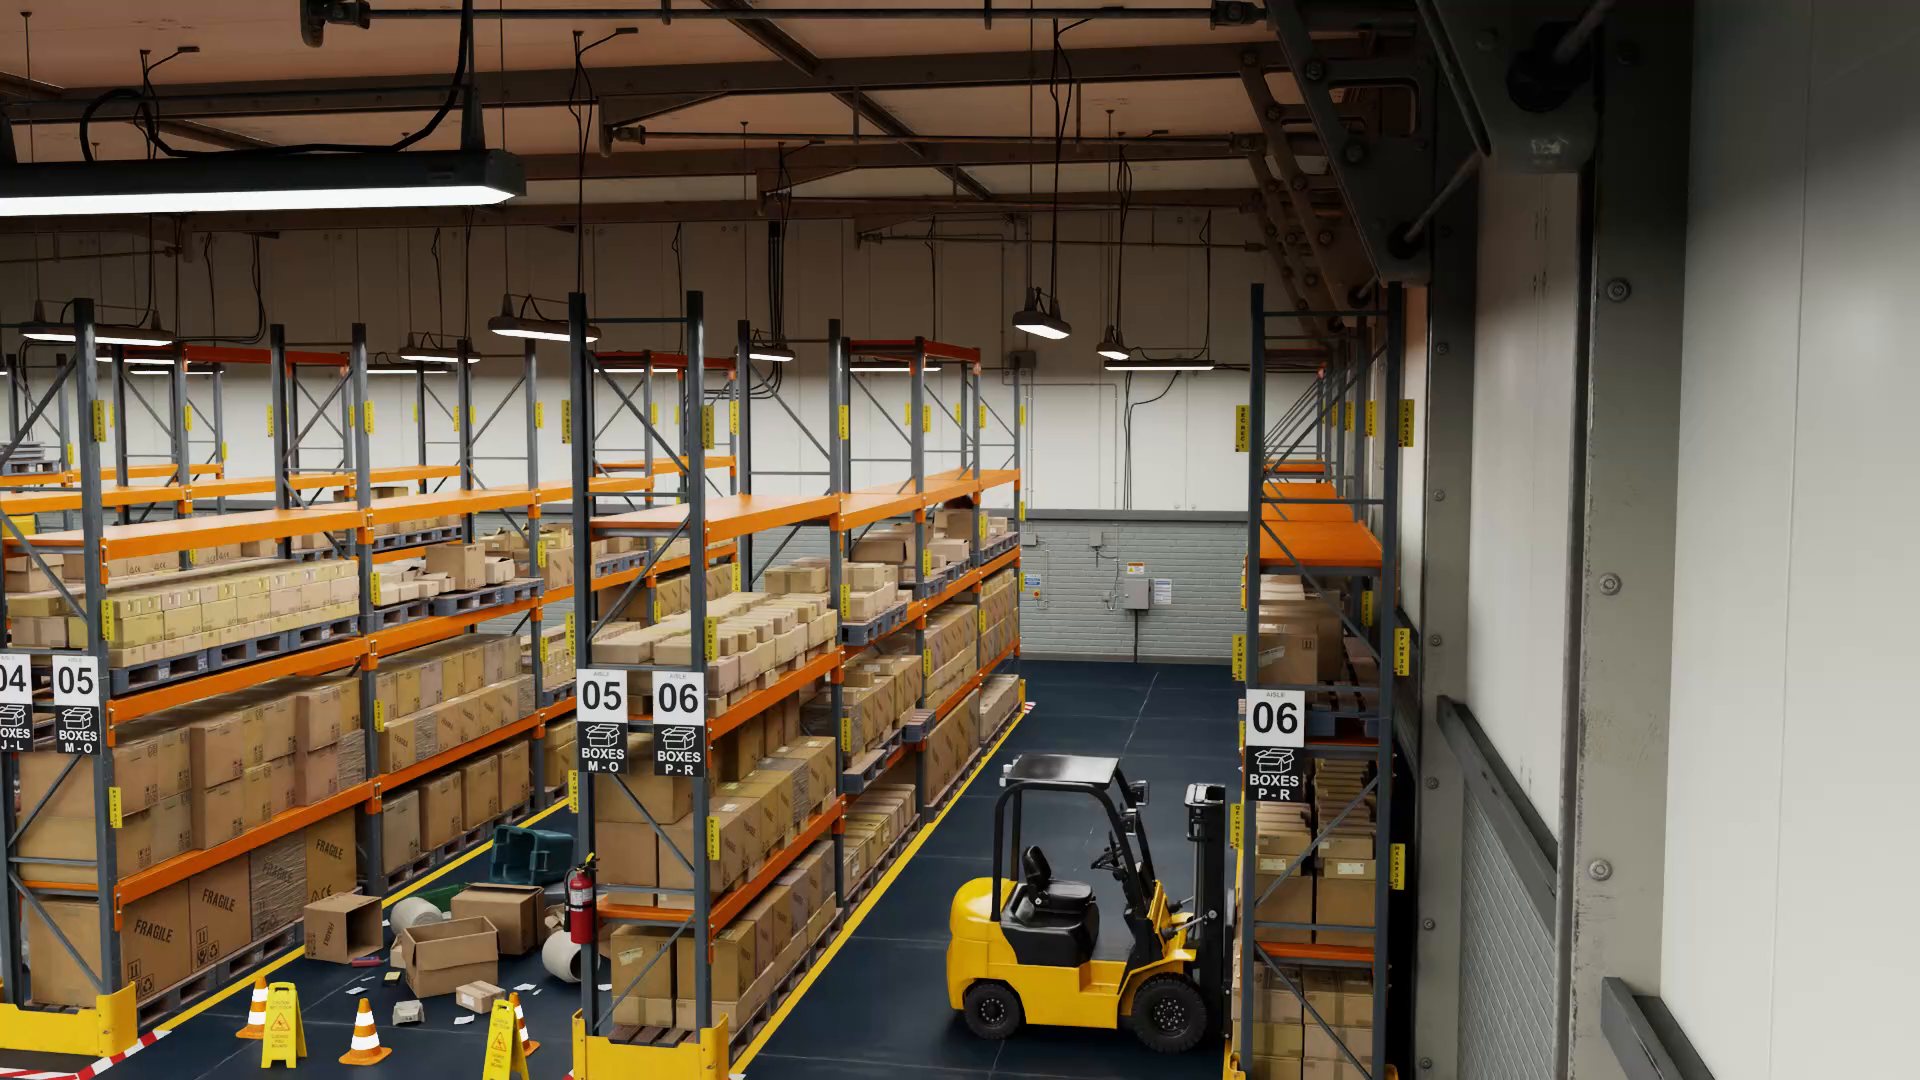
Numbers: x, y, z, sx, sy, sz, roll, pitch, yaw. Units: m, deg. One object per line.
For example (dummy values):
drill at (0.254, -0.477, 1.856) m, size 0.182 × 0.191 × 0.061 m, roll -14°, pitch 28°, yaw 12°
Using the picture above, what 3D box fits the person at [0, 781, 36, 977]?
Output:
person at (-8.659, 3.072, 15.181) m, size 0.453 × 1.765 × 0.561 m, roll 1°, pitch 5°, yaw 13°
